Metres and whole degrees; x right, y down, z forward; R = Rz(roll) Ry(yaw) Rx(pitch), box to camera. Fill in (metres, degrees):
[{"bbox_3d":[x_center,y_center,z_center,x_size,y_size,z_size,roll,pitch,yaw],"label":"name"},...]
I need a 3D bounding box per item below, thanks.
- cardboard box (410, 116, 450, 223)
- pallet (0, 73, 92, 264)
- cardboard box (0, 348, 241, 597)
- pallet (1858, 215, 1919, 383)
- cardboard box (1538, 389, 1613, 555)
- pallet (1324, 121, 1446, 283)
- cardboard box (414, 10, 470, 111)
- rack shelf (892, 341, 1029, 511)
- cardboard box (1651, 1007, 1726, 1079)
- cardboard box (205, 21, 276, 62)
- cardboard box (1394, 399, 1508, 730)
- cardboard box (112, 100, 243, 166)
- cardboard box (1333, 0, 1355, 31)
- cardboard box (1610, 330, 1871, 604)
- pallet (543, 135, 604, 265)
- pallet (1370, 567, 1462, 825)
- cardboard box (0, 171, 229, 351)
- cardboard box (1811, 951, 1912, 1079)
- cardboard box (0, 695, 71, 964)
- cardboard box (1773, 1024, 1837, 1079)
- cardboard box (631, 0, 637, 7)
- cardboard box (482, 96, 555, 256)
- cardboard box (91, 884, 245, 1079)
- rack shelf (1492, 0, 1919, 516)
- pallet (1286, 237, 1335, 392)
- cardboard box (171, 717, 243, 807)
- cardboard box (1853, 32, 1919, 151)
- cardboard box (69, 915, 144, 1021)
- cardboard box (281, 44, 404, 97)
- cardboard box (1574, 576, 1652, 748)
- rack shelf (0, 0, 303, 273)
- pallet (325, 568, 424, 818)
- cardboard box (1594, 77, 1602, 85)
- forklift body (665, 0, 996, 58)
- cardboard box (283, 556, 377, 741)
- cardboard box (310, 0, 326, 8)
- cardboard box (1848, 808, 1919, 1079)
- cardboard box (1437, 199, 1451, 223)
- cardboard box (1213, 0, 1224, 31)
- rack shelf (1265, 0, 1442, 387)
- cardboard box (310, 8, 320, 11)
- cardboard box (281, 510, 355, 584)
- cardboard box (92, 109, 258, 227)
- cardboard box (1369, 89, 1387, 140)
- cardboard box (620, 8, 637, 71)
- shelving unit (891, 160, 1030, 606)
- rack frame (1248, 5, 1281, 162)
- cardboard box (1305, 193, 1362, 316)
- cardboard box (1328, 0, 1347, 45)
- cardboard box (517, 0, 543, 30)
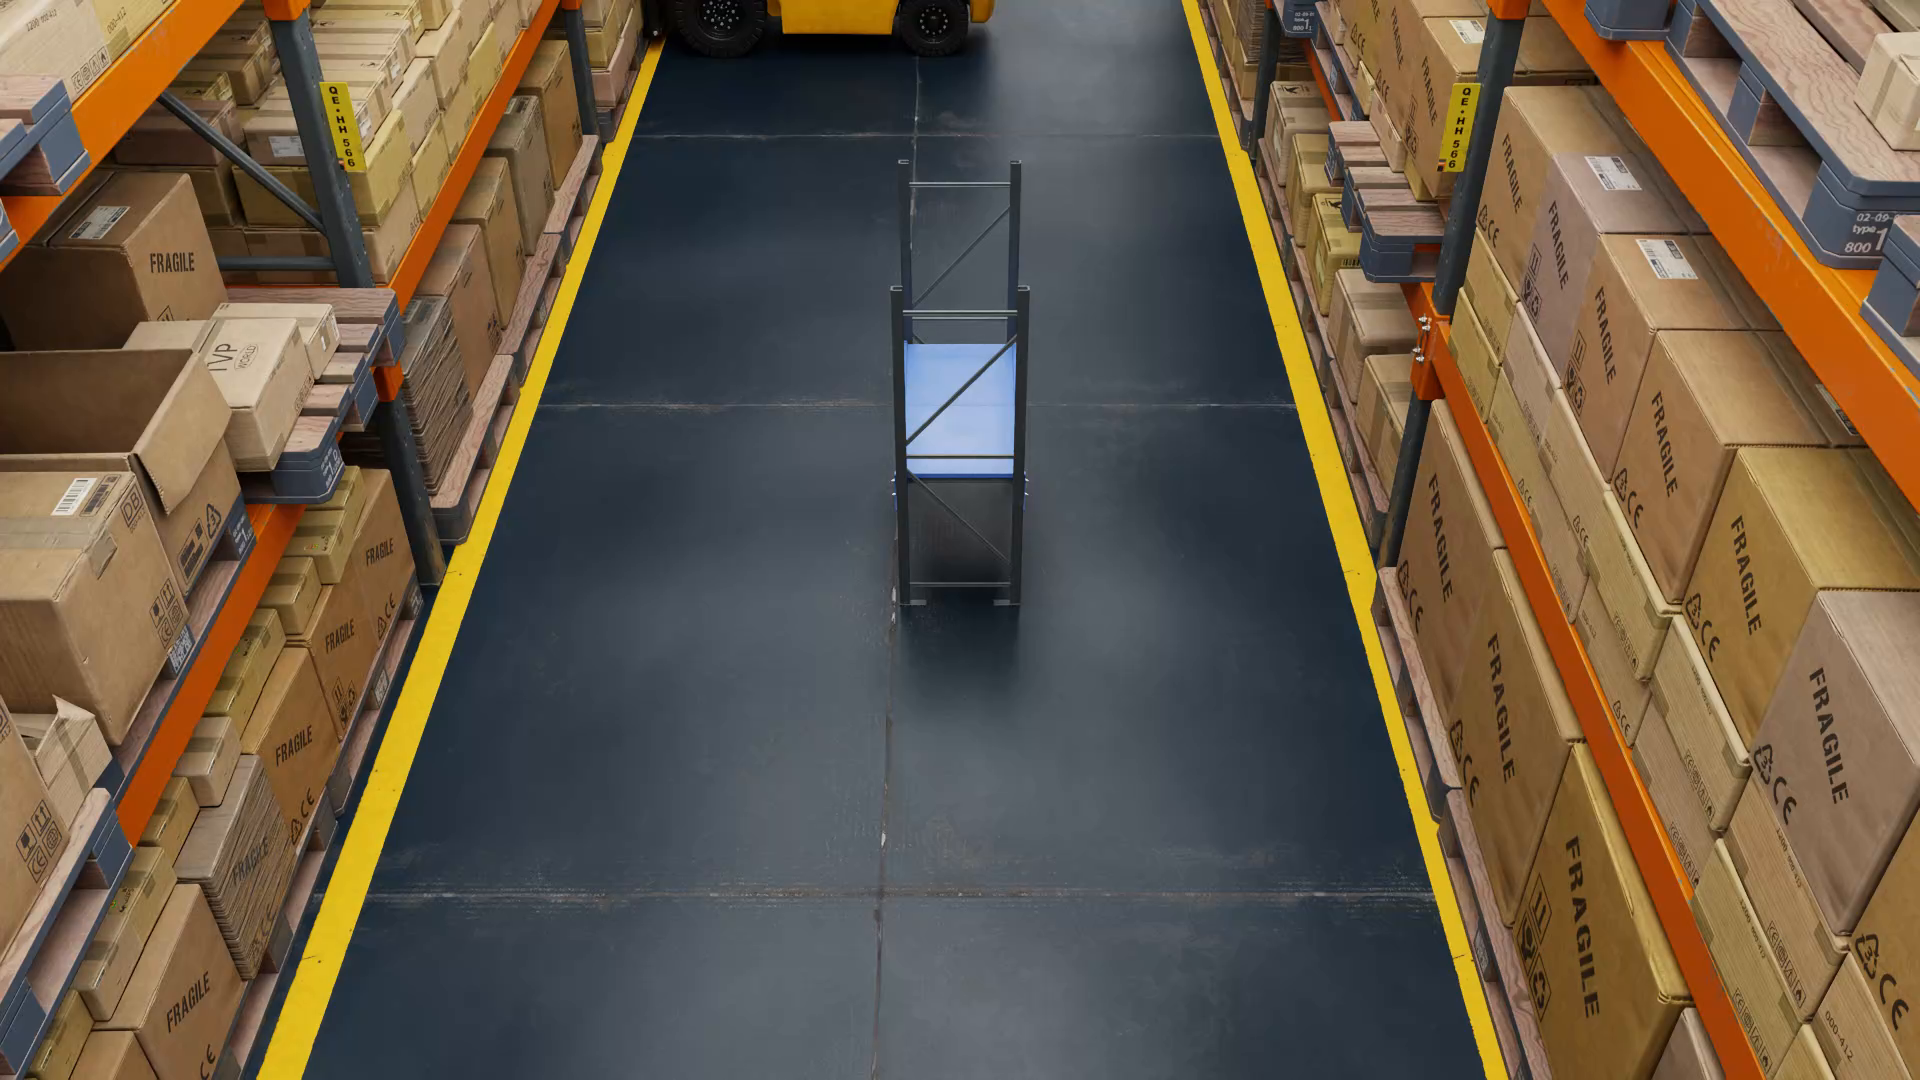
[{"bbox_3d":[-2.440,-1.541,6.895,0.500,0.250,0.500,-1,39,-1],"label":"cardboard box"},{"bbox_3d":[-2.618,-0.660,3.427,1.213,0.211,1.003,0,39,0],"label":"pallet"},{"bbox_3d":[-2.501,-0.191,4.672,0.797,0.503,0.637,-1,39,-1],"label":"cardboard box"},{"bbox_3d":[2.230,-0.181,2.832,0.805,0.209,1.217,-1,39,-2],"label":"pallet"},{"bbox_3d":[2.017,-0.198,4.819,0.500,0.250,0.500,0,39,0],"label":"cardboard box"},{"bbox_3d":[2.168,-1.384,6.732,1.213,0.211,1.003,0,39,0],"label":"pallet"},{"bbox_3d":[-2.426,-2.062,7.145,0.500,0.250,0.500,-1,39,-1],"label":"cardboard box"},{"bbox_3d":[0.000,-0.498,6.960,0.538,0.185,1.000,0,39,0],"label":"rack shelf"},{"bbox_3d":[2.200,1.765,4.012,0.875,0.875,0.875,1,39,1],"label":"cardboard box"},{"bbox_3d":[-3.012,-1.982,6.726,0.380,0.149,0.250,-1,39,-1],"label":"cardboard box"},{"bbox_3d":[2.193,0.084,6.110,0.875,0.875,0.875,0,39,0],"label":"cardboard box"},{"bbox_3d":[-2.891,-1.503,6.128,0.380,0.149,0.250,1,39,1],"label":"cardboard box"},{"bbox_3d":[1.984,-2.597,7.438,0.500,0.500,0.500,-2,39,-2],"label":"cardboard box"},{"bbox_3d":[2.024,-0.185,4.203,0.500,0.500,0.500,1,39,1],"label":"cardboard box"},{"bbox_3d":[-2.653,-1.960,9.527,1.003,0.211,1.213,0,39,0],"label":"pallet"},{"bbox_3d":[2.201,0.568,6.373,1.003,0.211,1.213,0,39,0],"label":"pallet"},{"bbox_3d":[-2.844,-0.889,5.545,0.500,0.500,0.500,2,39,2],"label":"cardboard box"},{"bbox_3d":[2.037,1.076,3.229,0.500,0.250,0.500,0,39,0],"label":"cardboard box"},{"bbox_3d":[-2.461,0.664,3.607,0.700,0.500,0.500,0,39,0],"label":"cardboard box"},{"bbox_3d":[2.028,1.266,3.392,0.500,0.250,0.500,-1,39,-1],"label":"cardboard box"},{"bbox_3d":[-2.376,-3.727,10.966,0.500,0.250,0.500,0,39,0],"label":"cardboard box"},{"bbox_3d":[-2.688,-1.935,8.829,0.875,0.625,0.625,0,39,0],"label":"cardboard box"},{"bbox_3d":[-2.466,1.357,4.821,0.500,0.500,0.500,-1,39,-1],"label":"cardboard box"},{"bbox_3d":[2.278,-0.653,3.843,1.077,0.370,4.000,0,39,0],"label":"rack shelf"},{"bbox_3d":[2.278,-1.175,8.548,1.003,0.211,1.213,0,39,0],"label":"pallet"},{"bbox_3d":[-2.461,0.689,5.137,0.380,0.149,0.250,-2,39,-2],"label":"cardboard box"},{"bbox_3d":[2.128,-0.938,3.474,0.380,0.166,0.250,3,39,4],"label":"cardboard box"},{"bbox_3d":[-2.484,1.166,4.540,0.380,0.149,0.250,0,39,0],"label":"cardboard box"},{"bbox_3d":[-2.421,-1.827,6.533,0.380,0.149,0.250,1,39,1],"label":"cardboard box"},{"bbox_3d":[2.042,0.309,4.586,0.500,0.250,0.500,0,39,0],"label":"cardboard box"},{"bbox_3d":[-2.686,-0.647,3.835,1.077,0.370,4.000,0,39,0],"label":"rack shelf"},{"bbox_3d":[-2.725,0.547,6.398,1.003,0.211,1.213,0,39,0],"label":"pallet"},{"bbox_3d":[2.507,-1.614,6.212,0.500,0.500,0.500,-1,39,-1],"label":"cardboard box"},{"bbox_3d":[-0.871,-4.495,11.139,2.313,2.155,1.214,0,39,0],"label":"forklift body"},{"bbox_3d":[-2.482,0.381,6.039,0.500,0.500,0.500,-1,39,-1],"label":"cardboard box"},{"bbox_3d":[-2.912,-2.463,7.326,0.380,0.149,0.250,1,39,1],"label":"cardboard box"},{"bbox_3d":[2.029,0.779,2.999,0.500,0.500,0.500,1,39,1],"label":"cardboard box"},{"bbox_3d":[2.040,-1.284,6.319,0.380,0.149,0.250,1,39,2],"label":"cardboard box"},{"bbox_3d":[1.995,-3.627,11.240,0.500,0.250,0.500,1,39,1],"label":"cardboard box"},{"bbox_3d":[2.273,-1.984,7.902,1.077,0.370,4.000,0,39,0],"label":"rack shelf"},{"bbox_3d":[-2.959,-2.373,7.532,0.500,0.250,0.500,-1,39,-1],"label":"cardboard box"},{"bbox_3d":[-2.403,0.030,5.958,0.380,0.149,0.250,-2,39,-2],"label":"cardboard box"},{"bbox_3d":[-2.966,-1.425,6.350,0.500,0.250,0.500,1,39,1],"label":"cardboard box"},{"bbox_3d":[1.930,-1.767,6.921,0.380,0.149,0.250,-2,39,-2],"label":"cardboard box"},{"bbox_3d":[-2.378,-3.220,10.733,0.500,0.250,0.500,-1,39,-1],"label":"cardboard box"},{"bbox_3d":[0.000,-0.639,6.848,0.538,1.500,1.048,0,39,0],"label":"shelving unit"},{"bbox_3d":[2.271,-3.515,9.238,1.000,3.000,0.127,0,39,0],"label":"rack frame"},{"bbox_3d":[2.281,-1.441,8.415,0.950,0.372,0.625,1,39,1],"label":"cardboard box"},{"bbox_3d":[1.929,-2.420,7.736,0.380,0.149,0.250,1,39,2],"label":"cardboard box"},{"bbox_3d":[-2.424,-2.821,8.492,0.500,0.250,0.500,0,39,0],"label":"cardboard box"}]
